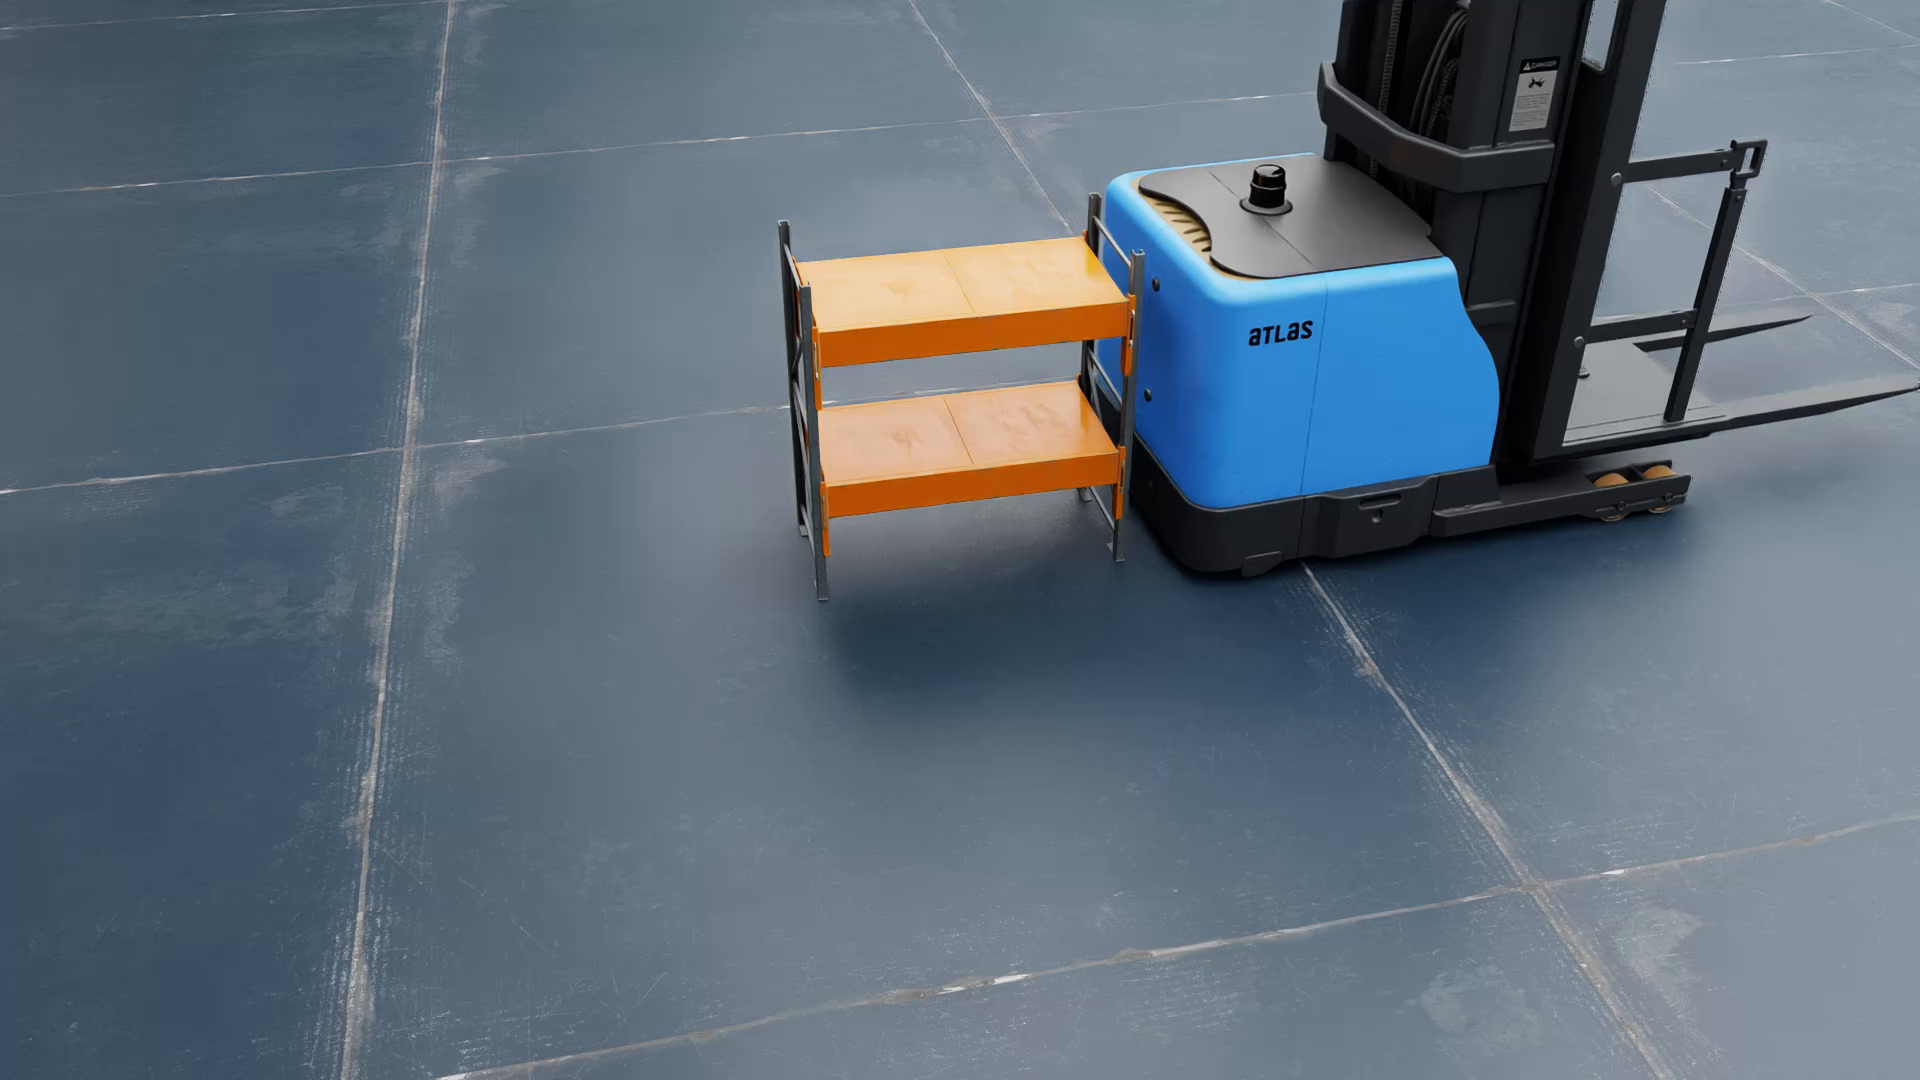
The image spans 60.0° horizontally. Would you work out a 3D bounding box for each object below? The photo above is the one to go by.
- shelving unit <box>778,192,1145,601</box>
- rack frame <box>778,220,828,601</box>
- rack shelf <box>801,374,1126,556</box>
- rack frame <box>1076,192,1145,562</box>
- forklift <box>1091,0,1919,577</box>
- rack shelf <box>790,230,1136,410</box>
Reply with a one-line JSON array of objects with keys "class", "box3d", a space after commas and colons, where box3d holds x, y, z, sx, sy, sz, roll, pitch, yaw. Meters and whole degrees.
[{"class": "shelving unit", "box3d": [-0.007, -0.466, 5.435, 1.048, 1.125, 0.538, -7, 35, -11]}, {"class": "rack frame", "box3d": [-0.502, -0.404, 5.342, 0.032, 1.125, 0.500, -7, 35, -11]}, {"class": "rack shelf", "box3d": [-0.007, -0.263, 5.572, 1.000, 0.278, 0.538, -7, 35, -11]}, {"class": "rack frame", "box3d": [0.489, -0.529, 5.528, 0.032, 1.125, 0.500, -7, 35, -11]}, {"class": "forklift", "box3d": [2.060, -1.554, 5.436, 3.031, 2.935, 1.130, -9, 35, -14]}, {"class": "rack shelf", "box3d": [-0.007, -0.709, 5.272, 1.000, 0.278, 0.538, -7, 35, -11]}]
